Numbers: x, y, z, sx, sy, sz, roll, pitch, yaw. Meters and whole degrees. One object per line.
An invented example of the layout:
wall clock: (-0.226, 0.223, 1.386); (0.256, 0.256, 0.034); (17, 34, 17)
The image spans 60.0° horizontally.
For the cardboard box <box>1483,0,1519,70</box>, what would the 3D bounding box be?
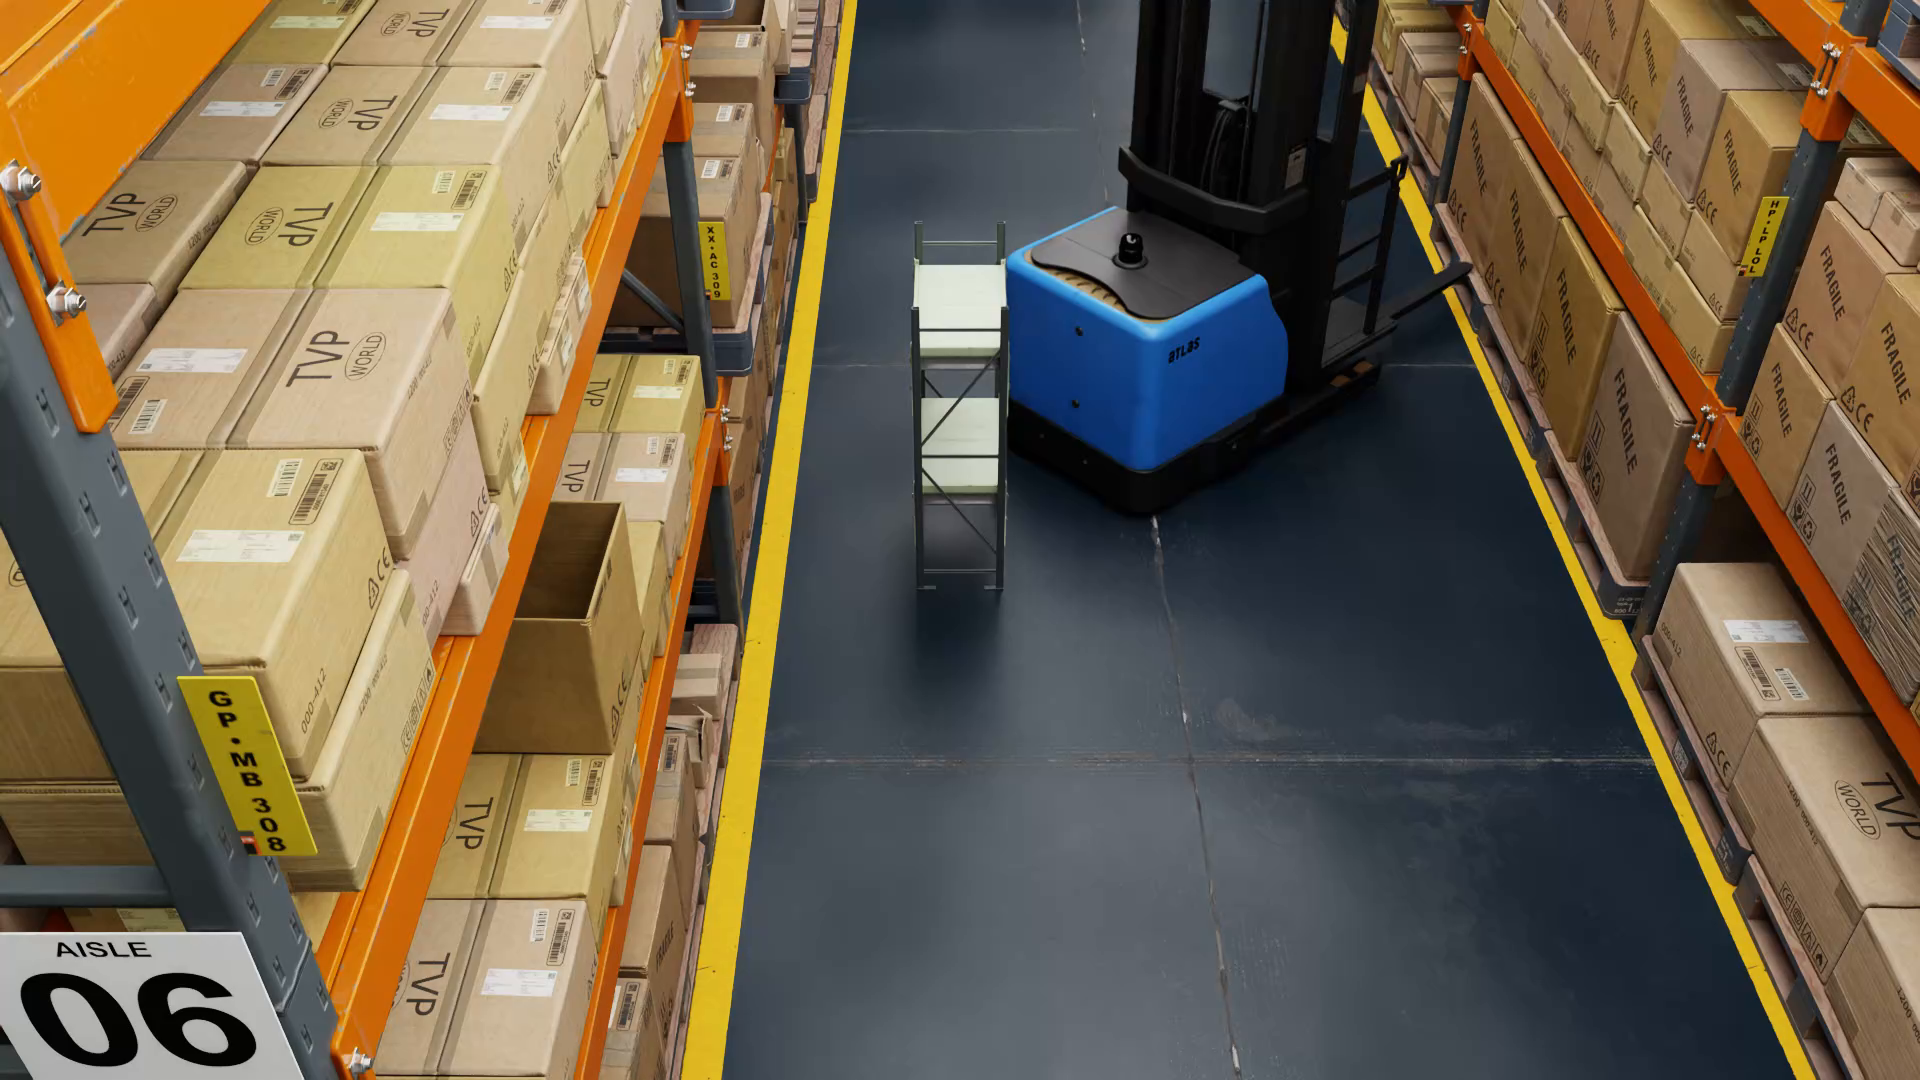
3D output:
cardboard box: (3.248, -2.837, 9.257); (0.500, 0.250, 0.500); (-1, 39, -1)

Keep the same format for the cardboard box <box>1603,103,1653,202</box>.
cardboard box: (3.246, -1.749, 7.499); (0.500, 0.250, 0.500); (1, 39, 1)

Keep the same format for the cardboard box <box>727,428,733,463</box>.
cardboard box: (-1.194, -0.361, 7.191); (0.380, 0.149, 0.250); (2, 39, 2)

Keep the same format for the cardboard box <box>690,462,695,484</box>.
cardboard box: (-1.185, -0.234, 6.090); (0.380, 0.149, 0.250); (1, 39, 1)

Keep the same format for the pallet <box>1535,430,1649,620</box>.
pallet: (3.428, -0.095, 7.945); (1.003, 0.211, 1.213); (0, 39, 0)

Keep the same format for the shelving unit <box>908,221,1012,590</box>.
shelving unit: (0.000, -0.589, 7.532); (0.431, 1.500, 0.755); (0, 39, 0)

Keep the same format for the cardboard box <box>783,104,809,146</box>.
cardboard box: (-1.452, -2.823, 10.683); (0.875, 0.625, 0.625); (1, 39, 1)

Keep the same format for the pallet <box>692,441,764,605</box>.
pallet: (-1.499, -0.115, 7.970); (1.003, 0.211, 1.213); (0, 39, 0)

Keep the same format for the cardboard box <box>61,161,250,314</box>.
cardboard box: (-1.746, -0.542, 3.356); (0.500, 0.250, 0.500); (0, 39, 0)

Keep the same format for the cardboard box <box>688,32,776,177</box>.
cardboard box: (-1.238, -2.015, 7.695); (0.700, 0.500, 0.500); (0, 39, 0)

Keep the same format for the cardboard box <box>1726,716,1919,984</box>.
cardboard box: (3.399, 1.088, 5.952); (0.875, 0.438, 0.875); (-1, 39, -1)

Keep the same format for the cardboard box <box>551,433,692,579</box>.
cardboard box: (-1.200, -0.120, 5.629); (0.500, 0.250, 0.500); (0, 39, 0)

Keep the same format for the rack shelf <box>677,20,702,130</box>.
rack shelf: (-1.462, -2.835, 7.311); (1.077, 0.370, 4.000); (0, 39, 0)

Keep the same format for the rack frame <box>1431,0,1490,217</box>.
rack frame: (3.499, -3.202, 9.592); (1.000, 3.000, 0.127); (0, 39, 0)

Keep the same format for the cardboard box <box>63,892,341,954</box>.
cardboard box: (-1.223, 0.535, 2.732); (0.380, 0.149, 0.250); (1, 39, 1)

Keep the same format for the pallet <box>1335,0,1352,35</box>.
pallet: (3.497, -4.128, 12.978); (1.003, 0.211, 1.213); (0, 39, 0)

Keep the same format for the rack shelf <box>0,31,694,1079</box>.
rack shelf: (-1.458, -0.334, 4.190); (1.077, 0.370, 4.000); (0, 39, 0)

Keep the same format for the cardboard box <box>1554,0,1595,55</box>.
cardboard box: (3.251, -2.689, 8.072); (0.500, 0.500, 0.500); (1, 39, 1)

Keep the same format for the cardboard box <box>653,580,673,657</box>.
cardboard box: (-1.159, 0.252, 5.483); (0.380, 0.149, 0.250); (-1, 39, -1)

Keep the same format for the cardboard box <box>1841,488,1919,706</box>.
cardboard box: (3.233, 0.180, 5.292); (0.500, 0.500, 0.500); (0, 39, 0)

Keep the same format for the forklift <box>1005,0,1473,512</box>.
forklift: (1.630, -2.075, 8.240); (3.031, 2.935, 1.130); (-30, 47, -32)

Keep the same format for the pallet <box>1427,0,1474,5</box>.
pallet: (3.392, -3.573, 10.208); (1.213, 0.211, 1.003); (0, 39, 0)

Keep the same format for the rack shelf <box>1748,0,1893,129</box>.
rack shelf: (3.501, -2.841, 7.318); (1.077, 0.370, 4.000); (0, 39, 0)

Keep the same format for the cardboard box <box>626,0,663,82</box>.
cardboard box: (-1.209, -1.621, 5.103); (0.500, 0.250, 0.500); (0, 39, 0)

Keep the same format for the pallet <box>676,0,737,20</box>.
pallet: (-1.390, -2.200, 6.093); (1.213, 0.211, 1.003); (0, 39, 0)

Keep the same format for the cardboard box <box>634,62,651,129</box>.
cardboard box: (-1.167, -1.389, 5.133); (0.380, 0.149, 0.250); (0, 39, 0)

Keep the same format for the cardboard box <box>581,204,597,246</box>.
cardboard box: (-1.209, -0.901, 4.523); (0.380, 0.149, 0.250); (1, 39, 1)

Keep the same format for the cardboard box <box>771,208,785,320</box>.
cardboard box: (-1.256, -1.480, 9.106); (0.500, 0.500, 0.500); (2, 39, 2)

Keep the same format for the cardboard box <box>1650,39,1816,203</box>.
cardboard box: (3.244, -1.732, 6.879); (0.500, 0.500, 0.500); (1, 39, 1)

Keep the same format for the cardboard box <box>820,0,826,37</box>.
cardboard box: (-1.464, -4.123, 12.305); (0.875, 0.625, 0.625); (0, 39, 0)

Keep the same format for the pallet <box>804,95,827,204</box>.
pallet: (-1.426, -2.623, 11.099); (1.003, 0.211, 1.213); (0, 39, 0)

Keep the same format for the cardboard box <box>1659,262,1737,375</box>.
cardboard box: (3.251, -0.922, 6.868); (0.500, 0.250, 0.500); (-1, 39, -1)

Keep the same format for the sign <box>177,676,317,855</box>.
sign: (-0.913, 0.295, 2.131); (0.100, 0.325, 0.005); (0, 39, 0)

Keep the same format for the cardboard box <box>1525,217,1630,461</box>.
cardboard box: (3.414, -0.988, 8.193); (0.875, 0.875, 0.875); (1, 39, 1)

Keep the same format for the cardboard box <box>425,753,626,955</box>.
cardboard box: (-1.191, 0.833, 4.439); (0.500, 0.250, 0.500); (-1, 39, -1)

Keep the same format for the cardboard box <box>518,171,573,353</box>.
cardboard box: (-1.216, -0.660, 3.904); (0.500, 0.250, 0.500); (-1, 39, -1)

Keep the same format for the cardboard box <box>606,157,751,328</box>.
cardboard box: (-1.237, -1.200, 6.679); (0.700, 0.500, 0.500); (1, 39, 1)

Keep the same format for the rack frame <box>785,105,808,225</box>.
rack frame: (-1.464, -3.196, 9.585); (1.000, 3.000, 0.127); (0, 39, 0)

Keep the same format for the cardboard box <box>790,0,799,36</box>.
cardboard box: (-1.080, -2.851, 9.020); (0.380, 0.149, 0.250); (1, 39, 1)

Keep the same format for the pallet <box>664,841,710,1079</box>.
pallet: (-1.456, 1.588, 5.845); (1.003, 0.211, 1.213); (0, 39, 0)

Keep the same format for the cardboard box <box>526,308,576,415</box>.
cardboard box: (-1.128, -0.424, 3.928); (0.380, 0.149, 0.250); (0, 39, 0)

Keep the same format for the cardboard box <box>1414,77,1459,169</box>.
cardboard box: (3.509, -2.694, 10.724); (0.950, 0.372, 0.625); (-2, 39, -3)

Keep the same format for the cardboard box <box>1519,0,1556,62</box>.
cardboard box: (3.252, -2.698, 8.684); (0.500, 0.250, 0.500); (1, 39, 1)

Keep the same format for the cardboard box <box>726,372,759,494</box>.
cardboard box: (-1.246, -0.519, 7.907); (0.500, 0.500, 0.500); (-1, 39, -1)

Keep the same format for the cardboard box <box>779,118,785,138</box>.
cardboard box: (-1.211, -2.329, 9.647); (0.380, 0.149, 0.250); (-2, 39, -2)

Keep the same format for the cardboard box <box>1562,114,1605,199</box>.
cardboard box: (3.265, -1.879, 8.062); (0.500, 0.250, 0.500); (0, 39, 0)

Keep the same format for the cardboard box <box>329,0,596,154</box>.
cardboard box: (-1.217, -1.168, 4.138); (0.500, 0.250, 0.500); (1, 39, 1)

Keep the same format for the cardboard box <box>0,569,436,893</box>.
cardboard box: (-1.182, 0.301, 2.704); (0.500, 0.250, 0.500); (0, 39, -1)

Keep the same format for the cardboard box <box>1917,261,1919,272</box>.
cardboard box: (3.303, -0.865, 5.278); (0.380, 0.149, 0.250); (0, 39, -1)

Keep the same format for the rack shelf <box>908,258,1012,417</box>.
rack shelf: (0.000, -0.894, 7.288); (0.431, 0.370, 0.720); (0, 39, 0)

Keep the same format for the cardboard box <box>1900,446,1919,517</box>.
cardboard box: (3.246, -0.195, 4.961); (0.500, 0.500, 0.500); (1, 39, 1)

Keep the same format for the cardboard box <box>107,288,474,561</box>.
cardboard box: (-1.186, -0.212, 2.945); (0.500, 0.250, 0.500); (0, 39, 0)

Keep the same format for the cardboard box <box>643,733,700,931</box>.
cardboard box: (-1.324, 1.052, 5.947); (0.700, 0.500, 0.500); (-1, 39, -2)

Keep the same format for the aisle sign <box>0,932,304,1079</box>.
aisle sign: (-1.162, 0.835, 2.476); (0.394, 0.787, 0.004); (0, 39, 0)

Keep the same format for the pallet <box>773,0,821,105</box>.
pallet: (-1.394, -2.697, 9.116); (1.213, 0.211, 1.003); (0, 39, 0)
